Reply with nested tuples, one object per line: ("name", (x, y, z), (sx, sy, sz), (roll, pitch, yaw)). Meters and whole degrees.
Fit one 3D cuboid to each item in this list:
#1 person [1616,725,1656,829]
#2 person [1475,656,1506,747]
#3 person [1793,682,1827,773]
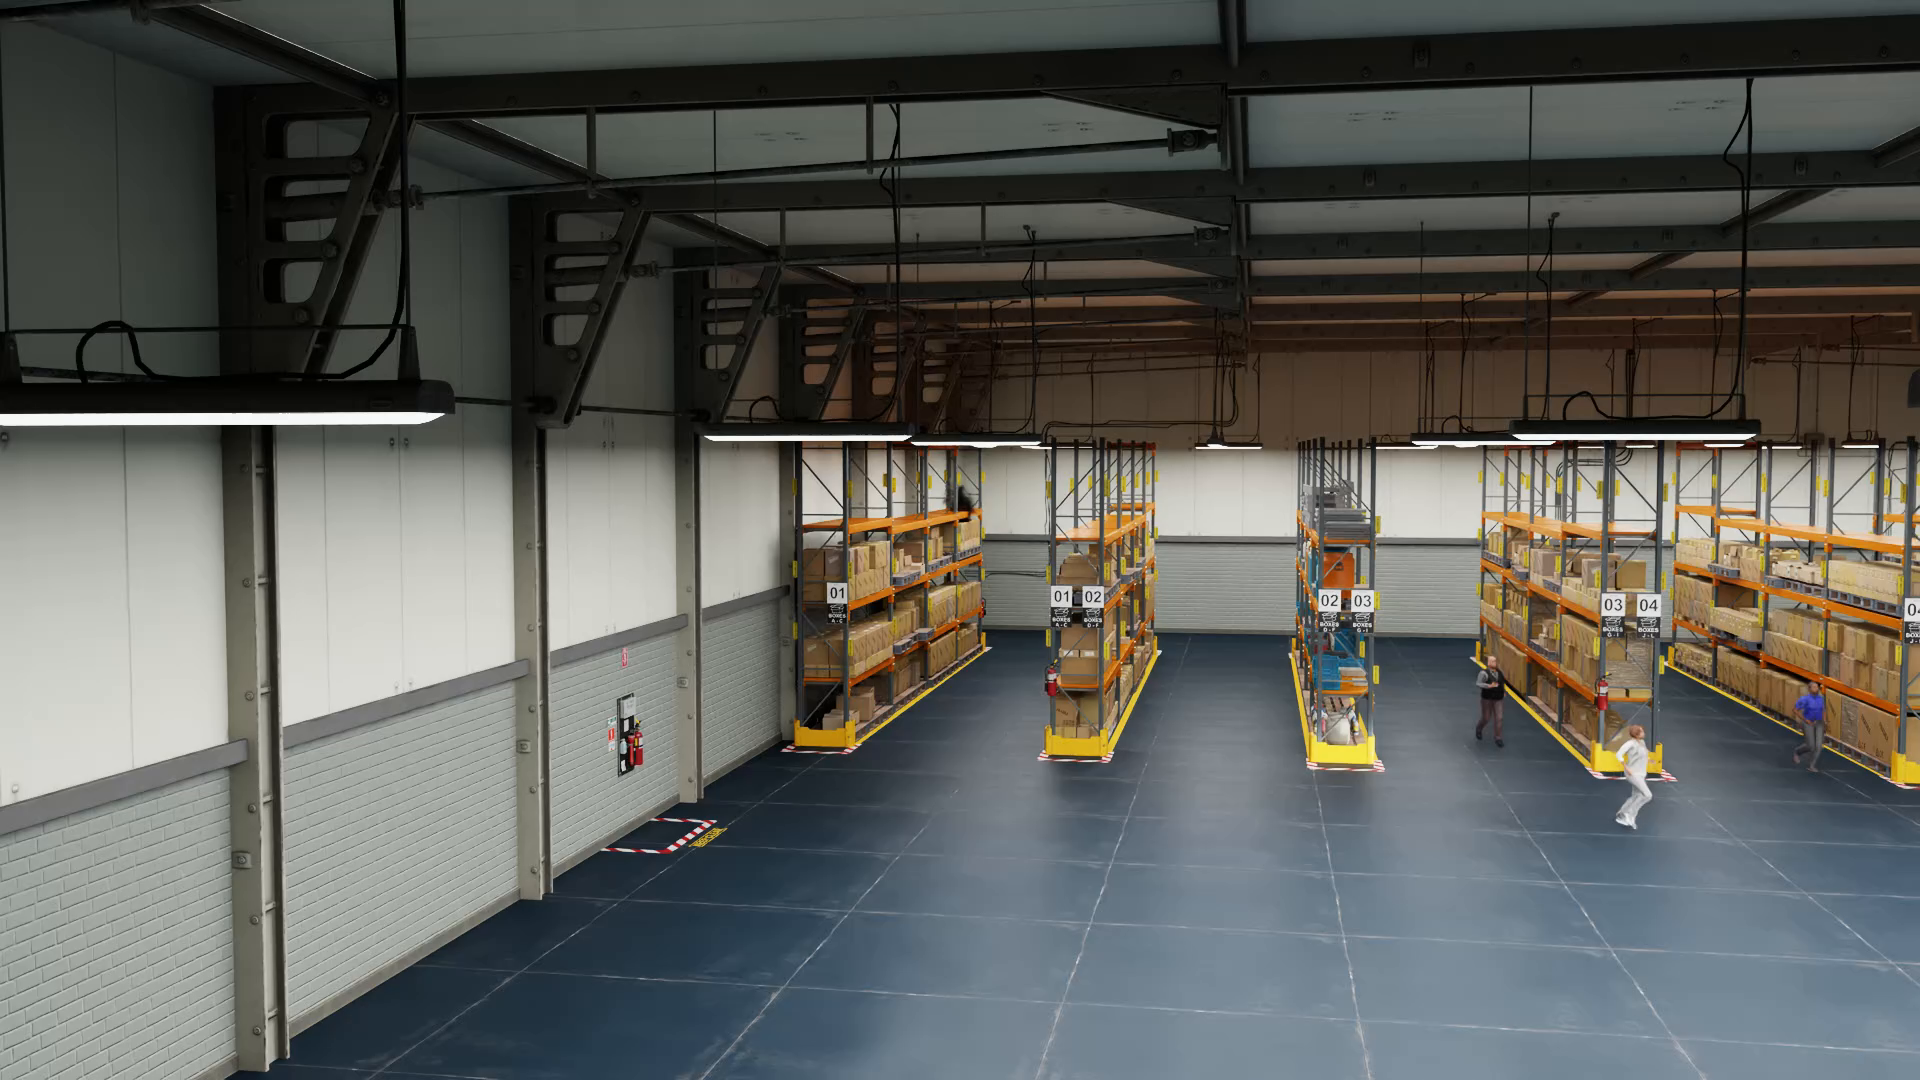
("person", (10.256, 3.594, 25.229), (0.557, 1.559, 0.593), (3, 4, 45))
("person", (10.358, 3.122, 32.408), (0.689, 1.710, 0.939), (-1, 3, -11))
("person", (15.278, 3.341, 29.853), (0.616, 1.608, 0.549), (0, 3, -9))
